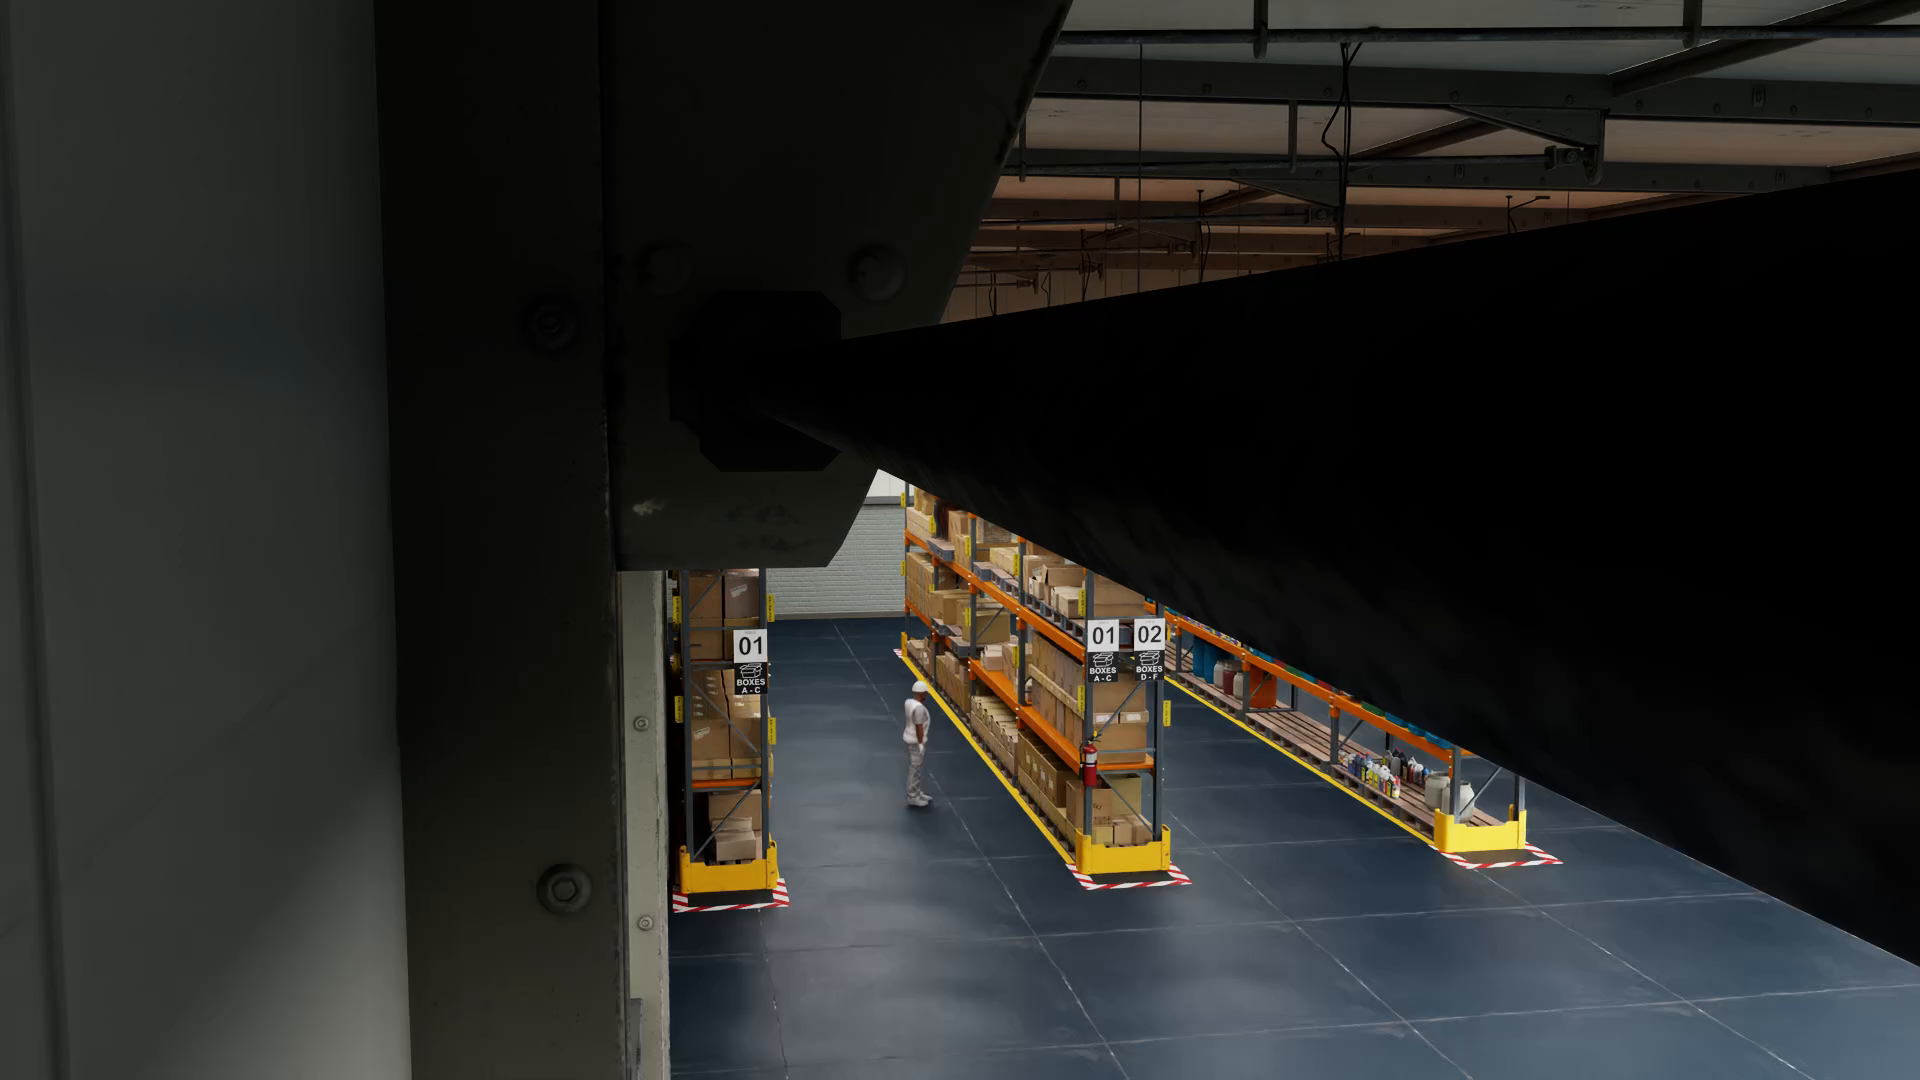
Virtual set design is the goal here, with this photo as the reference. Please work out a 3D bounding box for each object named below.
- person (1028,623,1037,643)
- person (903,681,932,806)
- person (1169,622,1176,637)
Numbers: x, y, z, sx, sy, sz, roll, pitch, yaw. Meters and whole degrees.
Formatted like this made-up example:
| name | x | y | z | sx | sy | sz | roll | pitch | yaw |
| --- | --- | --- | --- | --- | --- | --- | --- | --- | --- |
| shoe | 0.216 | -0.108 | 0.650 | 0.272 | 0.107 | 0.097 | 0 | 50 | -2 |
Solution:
| name | x | y | z | sx | sy | sz | roll | pitch | yaw |
| --- | --- | --- | --- | --- | --- | --- | --- | --- | --- |
| person | 1.463 | 1.834 | 34.664 | 0.361 | 1.612 | 0.451 | 1 | 6 | 7 |
| person | -0.607 | 2.936 | 24.140 | 0.418 | 1.798 | 0.576 | -1 | 6 | -12 |
| person | 4.947 | 1.449 | 39.115 | 0.498 | 1.680 | 0.529 | -1 | 6 | -12 |
